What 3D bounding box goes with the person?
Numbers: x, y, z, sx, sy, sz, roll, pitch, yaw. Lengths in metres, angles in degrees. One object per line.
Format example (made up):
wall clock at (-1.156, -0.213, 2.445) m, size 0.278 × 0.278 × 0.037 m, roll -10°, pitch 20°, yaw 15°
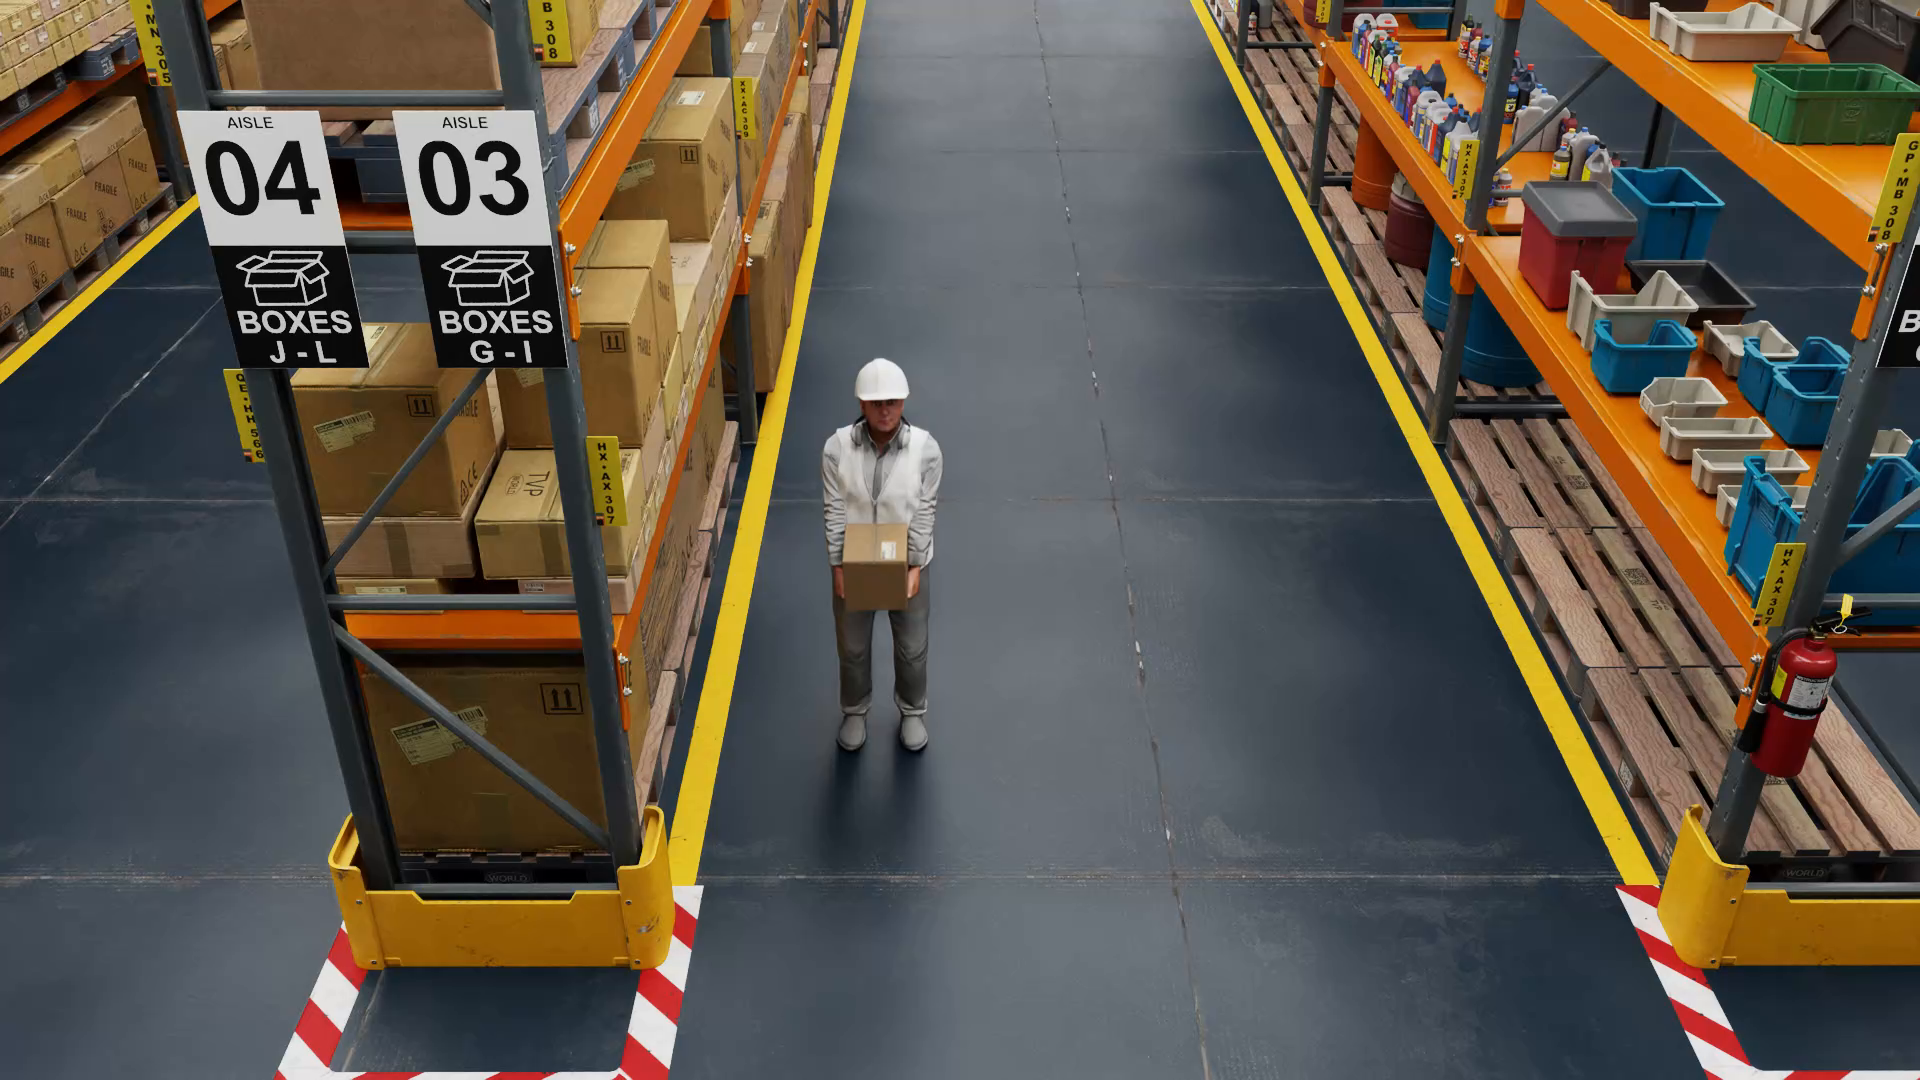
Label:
person at (-0.324, 0.119, 6.909) m, size 0.521 × 1.777 × 0.536 m, roll 0°, pitch 31°, yaw -1°
